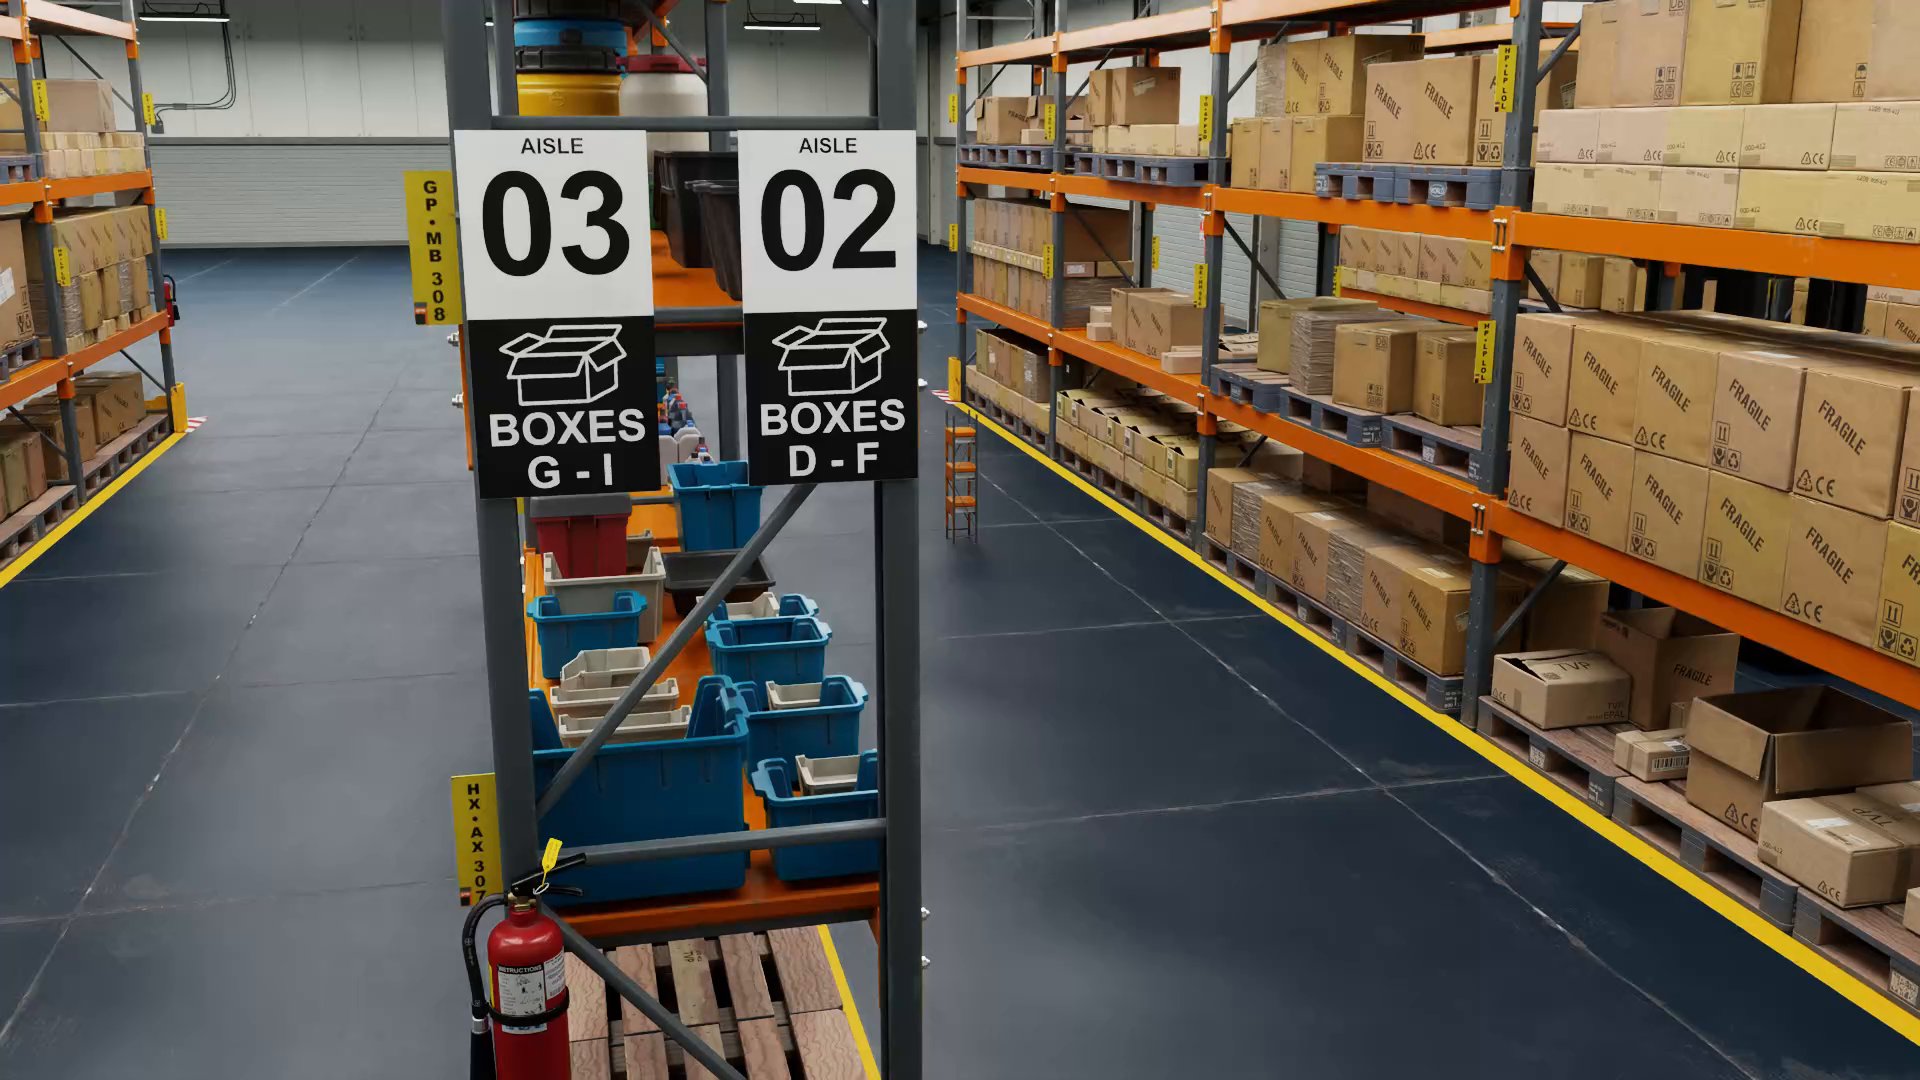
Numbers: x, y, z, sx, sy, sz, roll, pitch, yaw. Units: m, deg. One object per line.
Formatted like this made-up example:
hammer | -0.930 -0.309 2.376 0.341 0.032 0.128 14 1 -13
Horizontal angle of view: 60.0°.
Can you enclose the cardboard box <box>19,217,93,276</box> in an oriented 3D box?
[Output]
cardboard box | -8.206 -2.657 15.038 0.500 0.500 0.500 -3 14 -13

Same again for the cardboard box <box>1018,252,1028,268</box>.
cardboard box | 0.833 -3.004 17.824 0.380 0.149 0.250 -3 14 -12

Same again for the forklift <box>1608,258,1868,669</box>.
forklift | 5.115 -0.956 11.165 1.130 2.935 3.031 -4 14 -14

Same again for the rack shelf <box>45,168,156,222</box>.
rack shelf | -8.698 -3.314 15.867 1.077 0.370 4.000 -3 14 -13

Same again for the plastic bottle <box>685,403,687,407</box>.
plastic bottle | -1.696 -0.708 10.252 0.061 0.283 0.133 -3 14 -13

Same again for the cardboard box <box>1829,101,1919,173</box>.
cardboard box | 3.620 -1.490 6.149 0.500 0.250 0.500 -3 14 -13

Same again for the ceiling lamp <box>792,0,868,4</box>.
ceiling lamp | -2.539 -12.784 34.493 2.000 3.185 0.800 -3 14 -13

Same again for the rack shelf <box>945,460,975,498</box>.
rack shelf | 0.013 -0.487 13.254 0.215 0.259 0.240 -3 14 -13

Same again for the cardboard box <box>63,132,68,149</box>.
cardboard box | -8.277 -3.591 14.960 0.380 0.149 0.250 -3 14 -11

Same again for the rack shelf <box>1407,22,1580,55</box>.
rack shelf | 5.746 -5.598 18.902 1.077 0.370 4.000 -3 14 -13

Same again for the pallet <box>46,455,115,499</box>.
pallet | -8.421 -0.543 15.206 1.003 0.211 1.213 -3 14 -13

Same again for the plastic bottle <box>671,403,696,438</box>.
plastic bottle | -1.625 -0.629 9.784 0.144 0.351 0.185 -3 14 -13

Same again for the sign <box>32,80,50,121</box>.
sign | -7.690 -3.676 13.915 0.100 0.325 0.005 -3 14 -13

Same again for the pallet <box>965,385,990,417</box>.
pallet | 0.683 -1.690 19.901 1.003 0.211 1.213 -3 14 -13

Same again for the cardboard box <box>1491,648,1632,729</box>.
cardboard box | 3.169 0.751 8.773 0.500 0.311 0.500 -3 14 -13

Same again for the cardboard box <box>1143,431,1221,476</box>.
cardboard box | 1.850 -0.741 13.866 0.500 0.311 0.500 -4 14 -14

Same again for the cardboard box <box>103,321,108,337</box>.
cardboard box | -8.304 -1.976 15.725 0.380 0.149 0.250 -3 14 -13

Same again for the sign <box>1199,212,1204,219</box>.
sign | 4.292 -5.746 29.433 0.001 0.109 0.331 -3 14 -13

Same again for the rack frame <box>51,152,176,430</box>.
rack frame | -9.168 -2.668 18.026 1.000 3.000 0.127 -3 14 -13

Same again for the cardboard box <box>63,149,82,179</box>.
cardboard box | -8.214 -3.369 14.893 0.500 0.250 0.500 -3 14 -14

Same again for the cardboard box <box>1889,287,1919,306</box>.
cardboard box | 7.260 -1.859 12.258 0.500 0.250 0.500 -3 14 -13

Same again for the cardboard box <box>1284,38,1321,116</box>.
cardboard box | 2.557 -3.146 11.347 0.500 0.500 0.500 -3 14 -13

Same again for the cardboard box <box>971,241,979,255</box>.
cardboard box | 0.345 -3.480 19.774 0.380 0.149 0.250 -3 14 -14

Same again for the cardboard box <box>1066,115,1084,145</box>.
cardboard box | 1.413 -4.238 17.139 0.500 0.311 0.500 -4 14 -16

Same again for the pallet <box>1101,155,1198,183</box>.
pallet | 1.829 -3.148 14.071 1.003 0.211 1.213 -3 14 -11

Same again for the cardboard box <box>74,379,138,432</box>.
cardboard box | -8.864 -1.376 17.123 0.500 0.500 0.500 0 14 2

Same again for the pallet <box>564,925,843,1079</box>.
pallet | -1.035 1.629 6.316 1.003 0.211 1.213 -3 14 -13

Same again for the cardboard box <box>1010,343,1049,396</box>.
cardboard box | 0.853 -1.855 18.027 0.500 0.500 0.500 -3 14 -13

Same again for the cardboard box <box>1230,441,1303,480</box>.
cardboard box | 2.504 -0.651 13.500 0.500 0.311 0.500 -3 14 -11

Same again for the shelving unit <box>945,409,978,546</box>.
shelving unit | 0.013 -0.498 13.252 0.215 1.050 0.252 -3 14 -13

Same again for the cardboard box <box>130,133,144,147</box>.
cardboard box | -8.799 -4.199 17.450 0.380 0.149 0.250 -3 14 -13

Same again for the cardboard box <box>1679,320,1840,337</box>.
cardboard box | 3.774 -0.765 7.920 0.500 0.500 0.500 -4 14 -14

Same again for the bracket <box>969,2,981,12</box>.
bracket | 0.398 -13.467 42.003 0.235 0.232 0.430 -3 14 -13

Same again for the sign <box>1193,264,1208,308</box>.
sign | 1.802 -1.904 12.461 0.100 0.325 0.005 -3 14 -13

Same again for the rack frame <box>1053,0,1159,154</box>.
rack frame | 1.402 -5.211 15.794 1.000 3.000 0.127 -3 14 -13

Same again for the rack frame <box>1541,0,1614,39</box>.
rack frame | 6.216 -5.488 16.927 1.000 3.000 0.127 -3 14 -13

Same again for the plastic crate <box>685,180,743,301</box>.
plastic crate | -0.415 -0.751 4.135 0.497 0.269 0.590 -3 14 -13

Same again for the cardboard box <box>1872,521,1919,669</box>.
cardboard box | 3.725 0.216 6.013 0.500 0.500 0.500 -3 14 -13

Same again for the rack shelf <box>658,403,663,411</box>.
rack shelf | -2.944 -1.210 13.576 1.077 0.370 4.000 -3 14 -13

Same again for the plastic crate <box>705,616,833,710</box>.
plastic crate | -0.643 0.420 5.612 0.416 0.233 0.300 -3 14 -13

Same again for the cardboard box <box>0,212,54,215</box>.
cardboard box | -8.951 -2.858 15.863 0.500 0.500 0.500 -3 14 -13

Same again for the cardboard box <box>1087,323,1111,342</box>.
cardboard box | 1.411 -1.958 15.652 0.380 0.149 0.250 -3 14 -13

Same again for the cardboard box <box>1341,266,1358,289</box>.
cardboard box | 5.082 -3.303 20.899 0.500 0.250 0.500 -4 14 -15

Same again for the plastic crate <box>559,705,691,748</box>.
plastic crate | -1.017 0.601 5.078 0.396 0.136 0.243 -3 14 -13

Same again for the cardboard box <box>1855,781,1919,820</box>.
cardboard box | 4.133 1.222 6.971 0.500 0.250 0.500 -3 14 -13

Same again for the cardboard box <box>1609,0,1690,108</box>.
cardboard box | 3.411 -2.209 7.510 0.700 0.500 0.500 -3 14 -13

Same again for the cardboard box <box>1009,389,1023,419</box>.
cardboard box | 0.841 -1.490 18.113 0.500 0.250 0.500 -3 14 -13

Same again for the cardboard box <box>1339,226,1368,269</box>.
cardboard box | 5.096 -3.670 20.823 0.500 0.500 0.500 -3 14 -13

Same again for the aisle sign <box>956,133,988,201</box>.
aisle sign | 0.149 -4.480 19.966 0.394 0.787 0.004 -3 14 -13

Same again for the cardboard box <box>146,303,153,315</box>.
cardboard box | -8.900 -2.491 17.834 0.380 0.149 0.250 -3 14 -13

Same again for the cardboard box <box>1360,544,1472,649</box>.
cardboard box | 2.778 0.337 10.065 0.500 0.500 0.500 -3 14 -13

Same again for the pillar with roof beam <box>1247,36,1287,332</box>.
pillar with roof beam | 0.688 -7.441 24.924 9.100 9.000 0.400 -3 14 -13

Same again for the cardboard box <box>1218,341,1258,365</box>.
cardboard box | 2.298 -1.417 13.093 0.500 0.311 0.500 -2 14 -10

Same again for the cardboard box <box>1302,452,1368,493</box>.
cardboard box | 2.806 -0.522 12.002 0.500 0.250 0.500 -3 14 -11

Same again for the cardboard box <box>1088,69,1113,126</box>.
cardboard box | 1.508 -4.104 15.437 0.500 0.500 0.500 -3 14 -13

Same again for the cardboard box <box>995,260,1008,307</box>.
cardboard box | 0.798 -2.923 18.862 0.700 0.500 0.500 -3 14 -13

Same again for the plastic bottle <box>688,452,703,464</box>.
plastic bottle | -1.312 -0.260 8.275 0.144 0.351 0.185 -3 14 -13
